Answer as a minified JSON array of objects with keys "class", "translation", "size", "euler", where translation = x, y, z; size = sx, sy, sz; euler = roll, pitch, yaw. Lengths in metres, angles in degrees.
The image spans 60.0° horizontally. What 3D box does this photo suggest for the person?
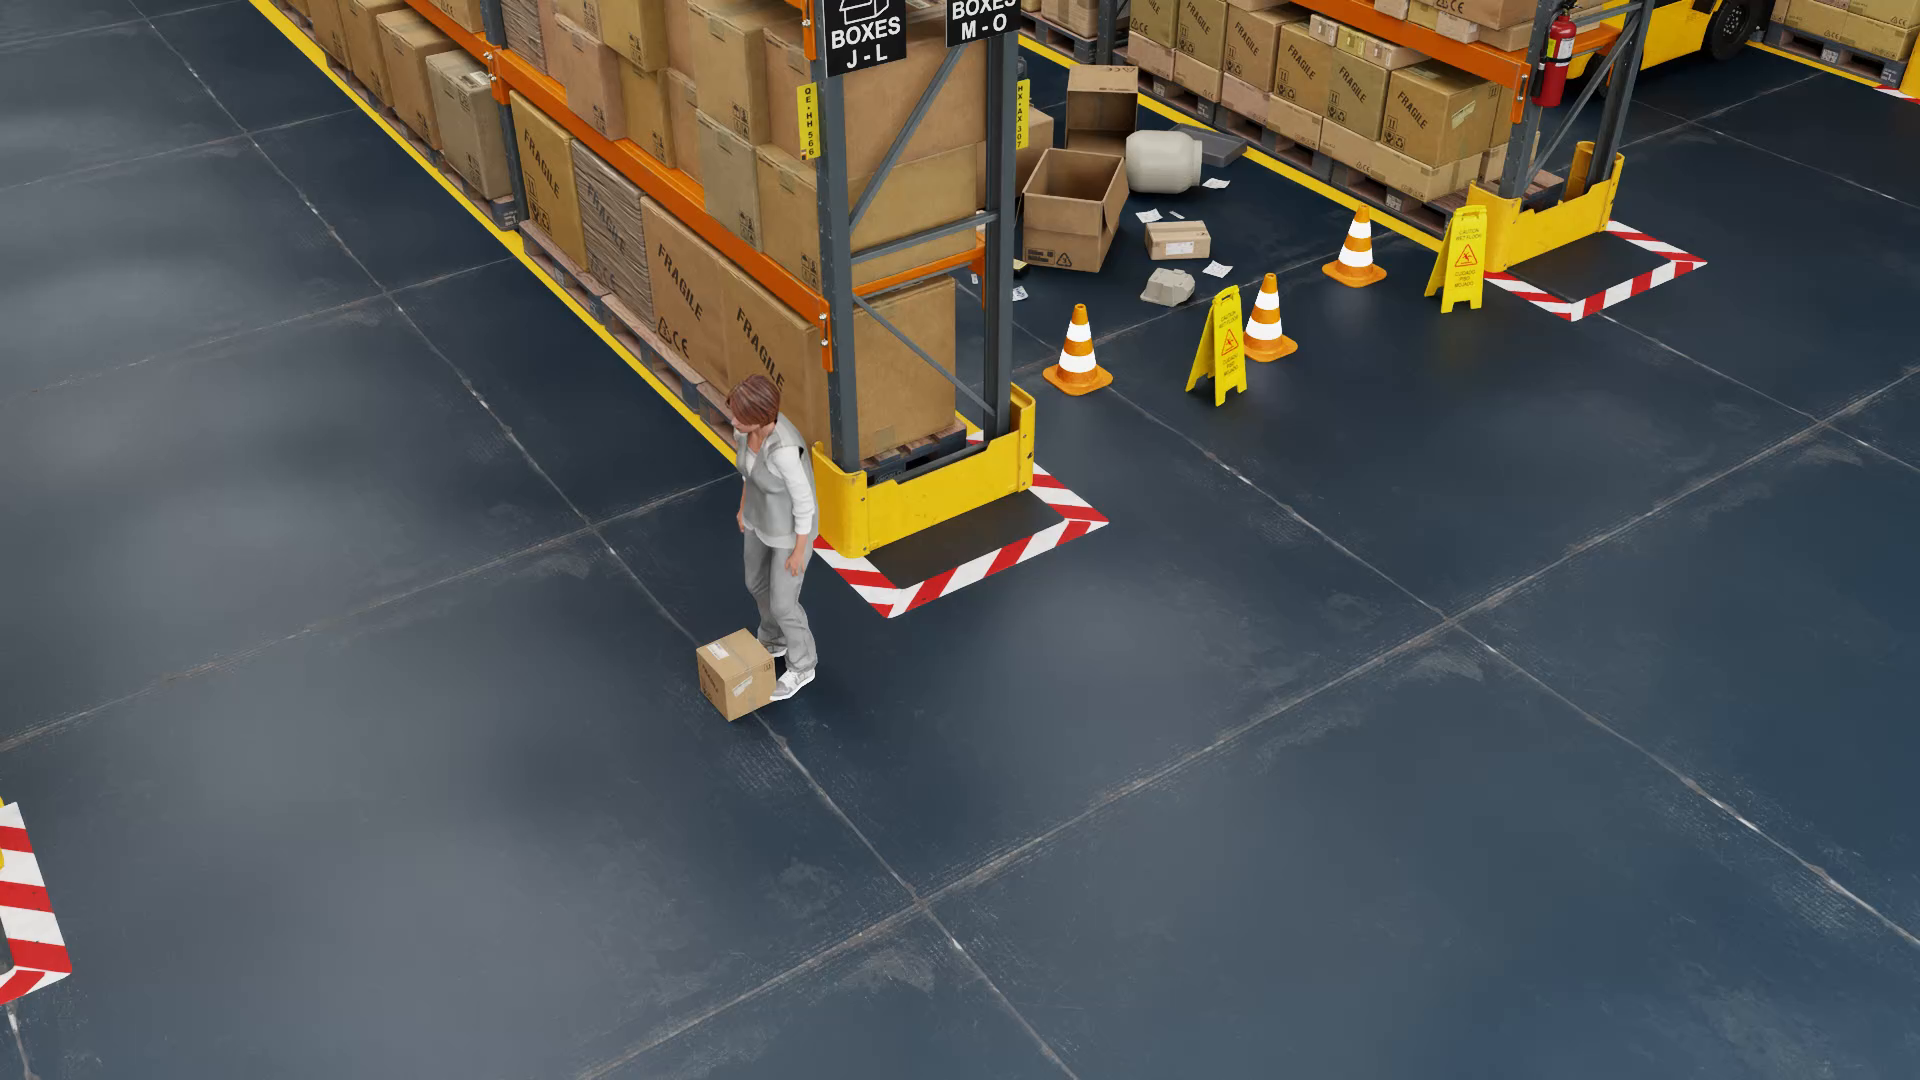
[{"class":"person","translation":[-0.787,-0.033,7.053],"size":[0.345,1.592,0.476],"euler":[-25,44,-30]}]
